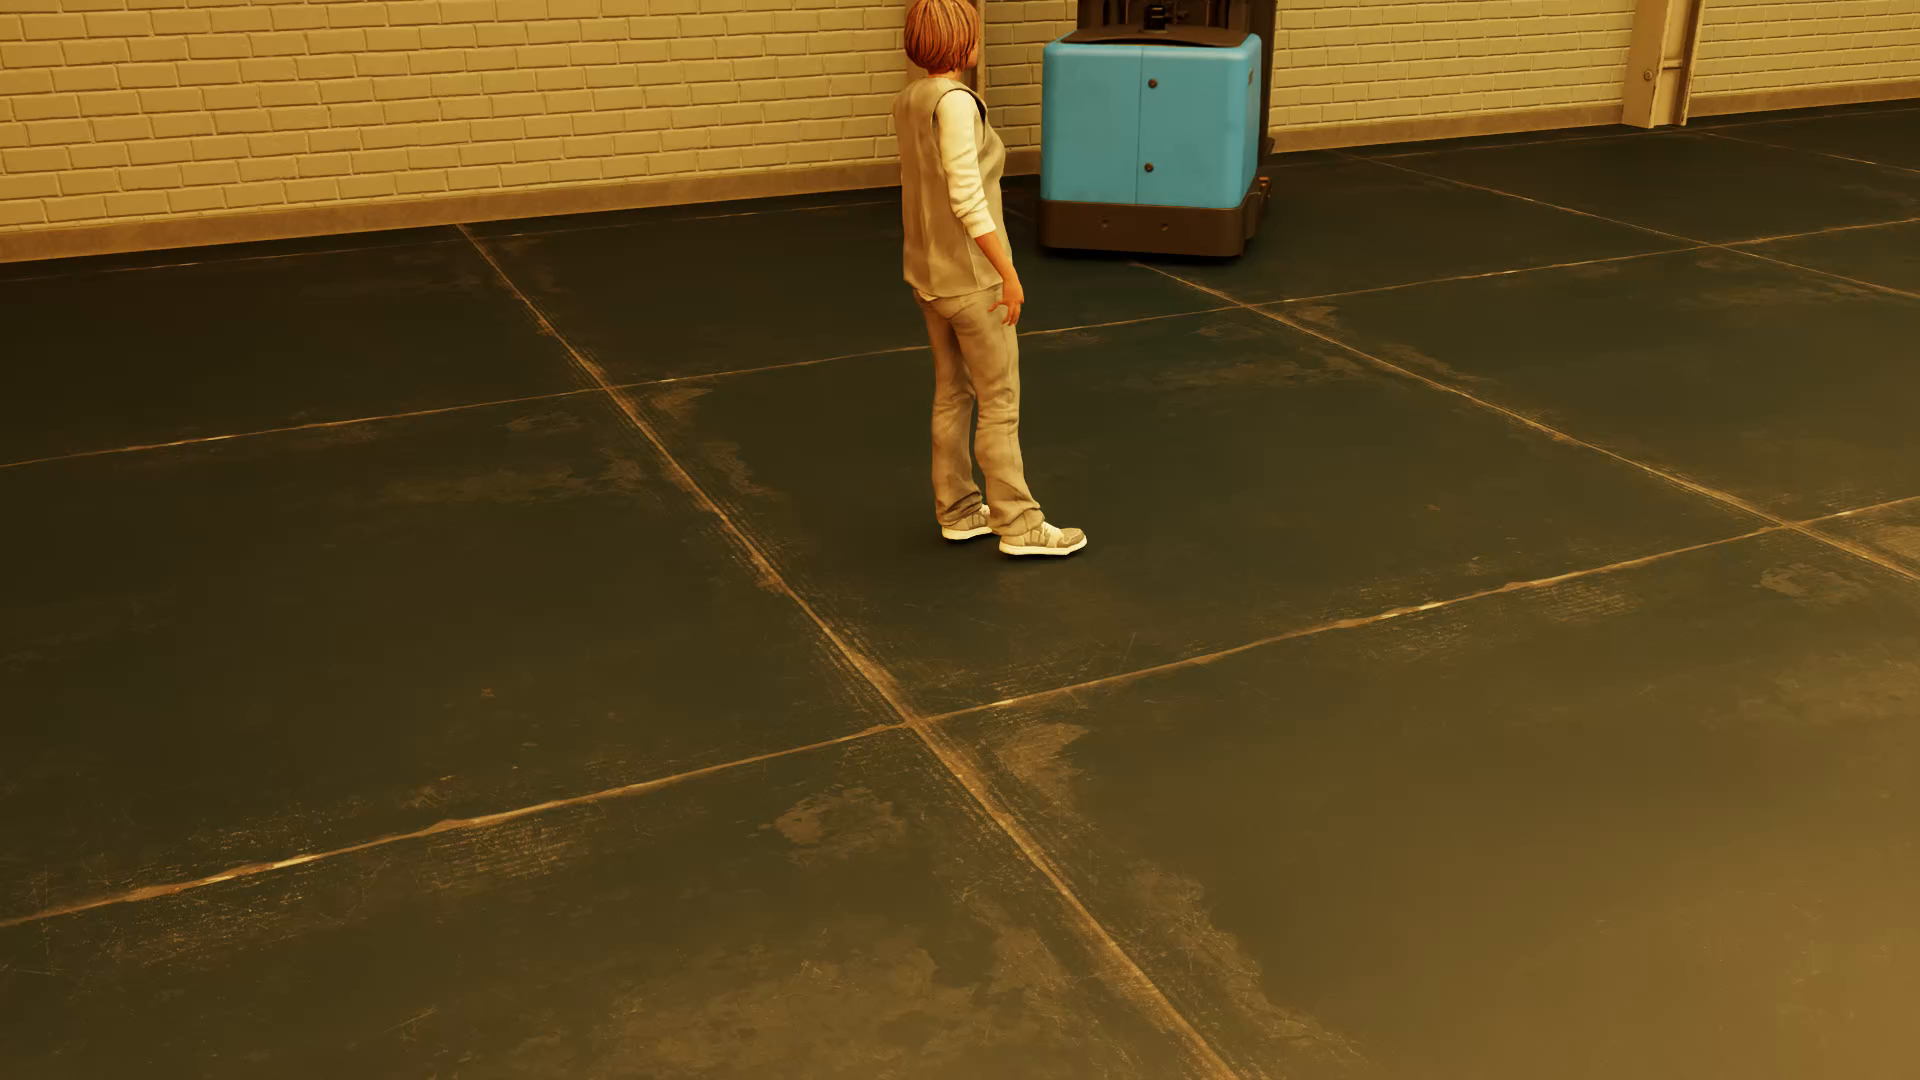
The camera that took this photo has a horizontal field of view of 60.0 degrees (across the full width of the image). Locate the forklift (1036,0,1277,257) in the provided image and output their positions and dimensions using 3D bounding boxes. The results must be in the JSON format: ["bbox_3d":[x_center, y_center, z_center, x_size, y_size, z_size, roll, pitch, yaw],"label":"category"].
[{"bbox_3d":[1.250,-3.311,9.255,1.130,2.935,3.031,5,23,13],"label":"forklift"}]

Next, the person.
[{"bbox_3d":[0.074,-0.752,4.815,0.473,1.599,0.520,-10,25,-23],"label":"person"}]
